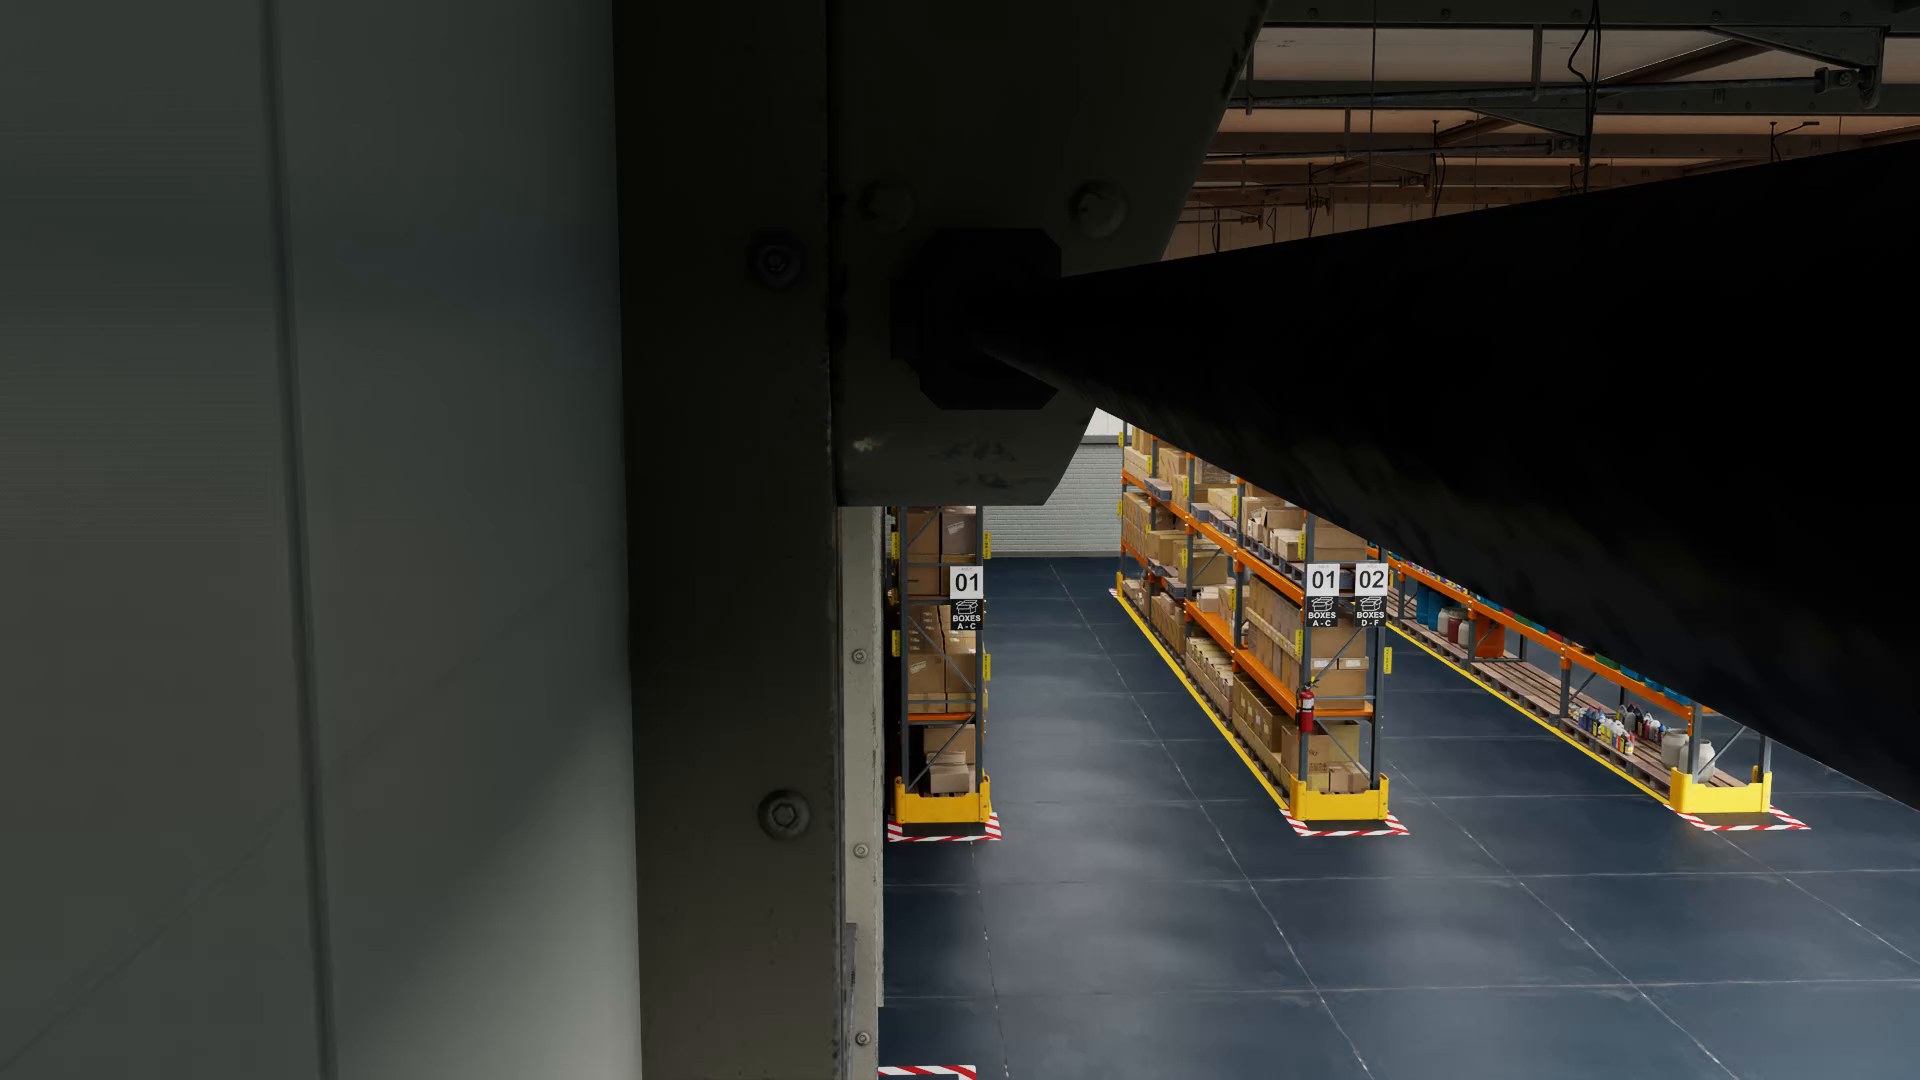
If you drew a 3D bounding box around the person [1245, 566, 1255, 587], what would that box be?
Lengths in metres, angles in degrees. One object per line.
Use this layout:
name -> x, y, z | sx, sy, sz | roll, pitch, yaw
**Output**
person -> 6.029, 0.583, 35.151 | 0.612, 1.700, 0.839 | -3, 9, -22
